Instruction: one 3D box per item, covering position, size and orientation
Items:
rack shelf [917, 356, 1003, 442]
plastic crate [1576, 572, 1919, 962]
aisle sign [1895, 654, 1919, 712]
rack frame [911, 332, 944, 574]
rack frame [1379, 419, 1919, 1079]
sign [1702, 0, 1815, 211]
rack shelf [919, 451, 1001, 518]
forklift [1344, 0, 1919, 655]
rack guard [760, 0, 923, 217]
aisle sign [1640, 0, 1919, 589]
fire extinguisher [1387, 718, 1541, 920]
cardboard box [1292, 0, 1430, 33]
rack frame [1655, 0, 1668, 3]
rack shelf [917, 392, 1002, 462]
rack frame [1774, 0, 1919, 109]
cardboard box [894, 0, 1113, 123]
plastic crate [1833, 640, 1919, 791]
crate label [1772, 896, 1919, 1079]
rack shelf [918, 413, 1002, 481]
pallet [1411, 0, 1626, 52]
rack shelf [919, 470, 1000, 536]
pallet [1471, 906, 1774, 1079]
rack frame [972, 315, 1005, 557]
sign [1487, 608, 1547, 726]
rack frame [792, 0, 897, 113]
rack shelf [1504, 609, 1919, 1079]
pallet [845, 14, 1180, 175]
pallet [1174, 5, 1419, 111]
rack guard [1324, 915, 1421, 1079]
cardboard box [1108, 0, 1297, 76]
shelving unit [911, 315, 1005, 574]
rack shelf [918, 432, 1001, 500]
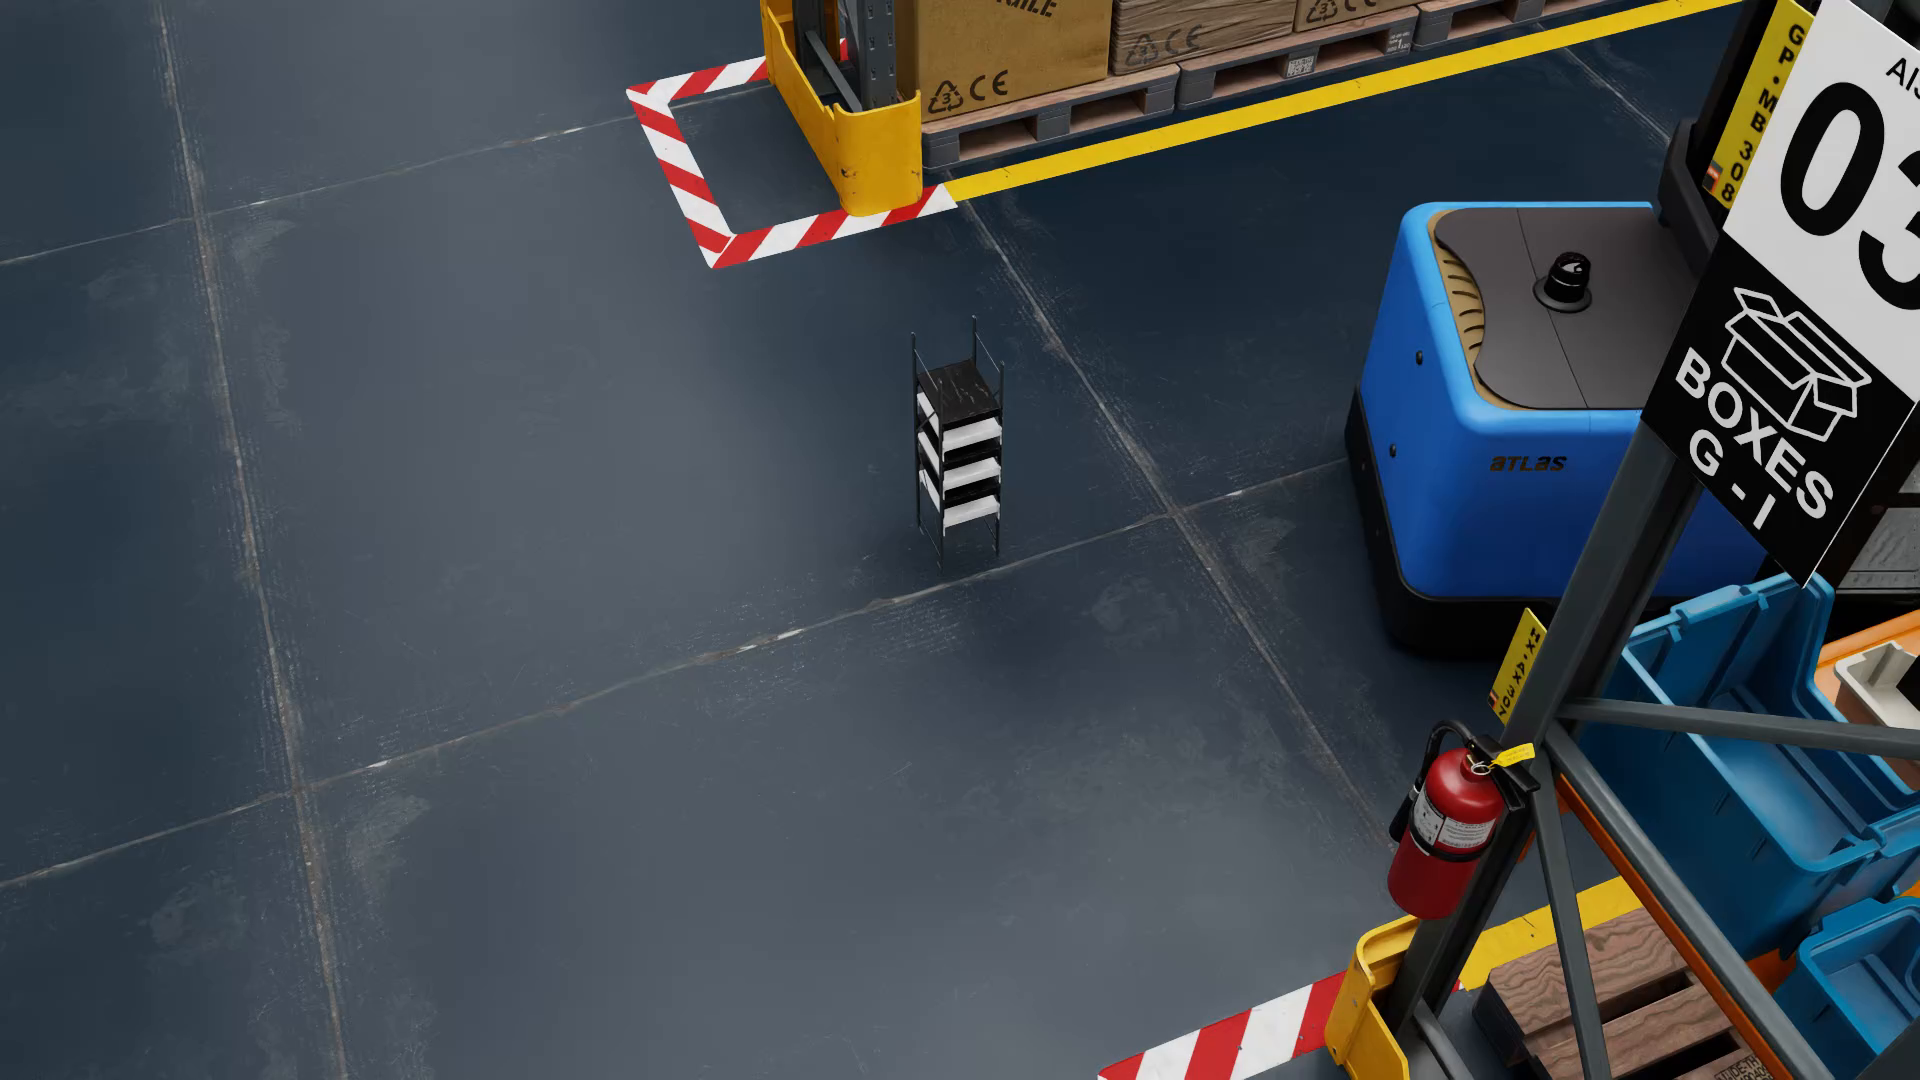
[{"bbox_3d":[-0.008,-0.445,5.227,0.200,0.077,0.258,-17,52,-14],"label":"rack shelf"},{"bbox_3d":[1.618,0.452,3.322,0.499,0.435,0.616,-17,52,-14],"label":"plastic crate"},{"bbox_3d":[1.424,0.093,1.980,0.004,0.787,0.394,-17,52,-14],"label":"aisle sign"},{"bbox_3d":[-0.102,-0.262,5.382,0.006,0.900,0.240,-17,52,-14],"label":"rack frame"},{"bbox_3d":[1.379,0.710,3.163,0.127,3.000,1.000,-17,52,-14],"label":"rack frame"},{"bbox_3d":[1.156,-0.614,2.392,0.005,0.325,0.100,-17,52,-14],"label":"sign"},{"bbox_3d":[-0.008,-0.211,5.500,0.200,0.077,0.258,-17,52,-14],"label":"rack shelf"},{"bbox_3d":[2.897,-0.965,4.647,3.031,2.935,1.130,0,49,0],"label":"forklift"},{"bbox_3d":[-0.516,-1.947,7.092,0.348,0.500,1.175,-17,52,-14],"label":"rack guard"},{"bbox_3d":[1.201,-0.322,2.335,0.004,0.787,0.394,-17,52,-14],"label":"aisle sign"},{"bbox_3d":[1.067,0.581,3.570,0.183,0.674,0.296,-17,52,-14],"label":"fire extinguisher"},{"bbox_3d":[1.734,-2.969,7.446,0.875,0.875,0.875,-17,52,-14],"label":"cardboard box"},{"bbox_3d":[3.209,-3.916,7.135,0.127,3.000,1.000,-17,52,-14],"label":"rack frame"},{"bbox_3d":[-0.008,-0.386,5.295,0.200,0.077,0.258,-17,52,-14],"label":"rack shelf"},{"bbox_3d":[1.379,-1.244,0.887,0.127,3.000,1.000,-17,52,-14],"label":"rack frame"},{"bbox_3d":[0.068,-2.453,7.003,0.875,0.875,0.875,-17,52,-14],"label":"cardboard box"},{"bbox_3d":[2.065,0.416,3.550,0.243,0.136,0.396,-17,52,-14],"label":"plastic crate"},{"bbox_3d":[1.732,0.906,3.066,0.303,0.233,0.416,-17,52,-14],"label":"crate label"},{"bbox_3d":[-0.008,-0.328,5.364,0.200,0.077,0.258,-17,52,-14],"label":"rack shelf"},{"bbox_3d":[2.475,-2.844,8.053,1.213,0.211,1.003,-17,52,-14],"label":"pallet"},{"bbox_3d":[-0.008,-0.152,5.568,0.200,0.077,0.258,-17,52,-14],"label":"rack shelf"},{"bbox_3d":[2.157,1.410,4.400,1.213,0.211,1.003,-17,52,-14],"label":"pallet"},{"bbox_3d":[0.087,-0.320,5.432,0.006,0.900,0.240,-17,52,-14],"label":"rack frame"},{"bbox_3d":[1.156,0.276,3.429,0.005,0.325,0.100,-17,52,-14],"label":"sign"},{"bbox_3d":[-0.494,-2.768,6.150,0.127,3.000,1.000,-17,52,-14],"label":"rack frame"},{"bbox_3d":[3.230,0.371,3.928,4.000,0.370,1.077,-17,52,-14],"label":"rack shelf"},{"bbox_3d":[0.216,-2.144,7.452,1.213,0.211,1.003,-17,52,-14],"label":"pallet"},{"bbox_3d":[1.344,-2.491,7.750,1.213,0.211,1.003,-17,52,-14],"label":"pallet"},{"bbox_3d":[1.361,1.541,4.097,0.348,0.500,1.175,-17,52,-14],"label":"rack guard"},{"bbox_3d":[0.910,-2.714,7.227,0.875,0.875,0.875,-17,52,-14],"label":"cardboard box"},{"bbox_3d":[-0.008,-0.291,5.407,0.210,0.900,0.258,-17,52,-14],"label":"shelving unit"},{"bbox_3d":[-0.008,-0.269,5.432,0.200,0.077,0.258,-17,52,-14],"label":"rack shelf"}]
